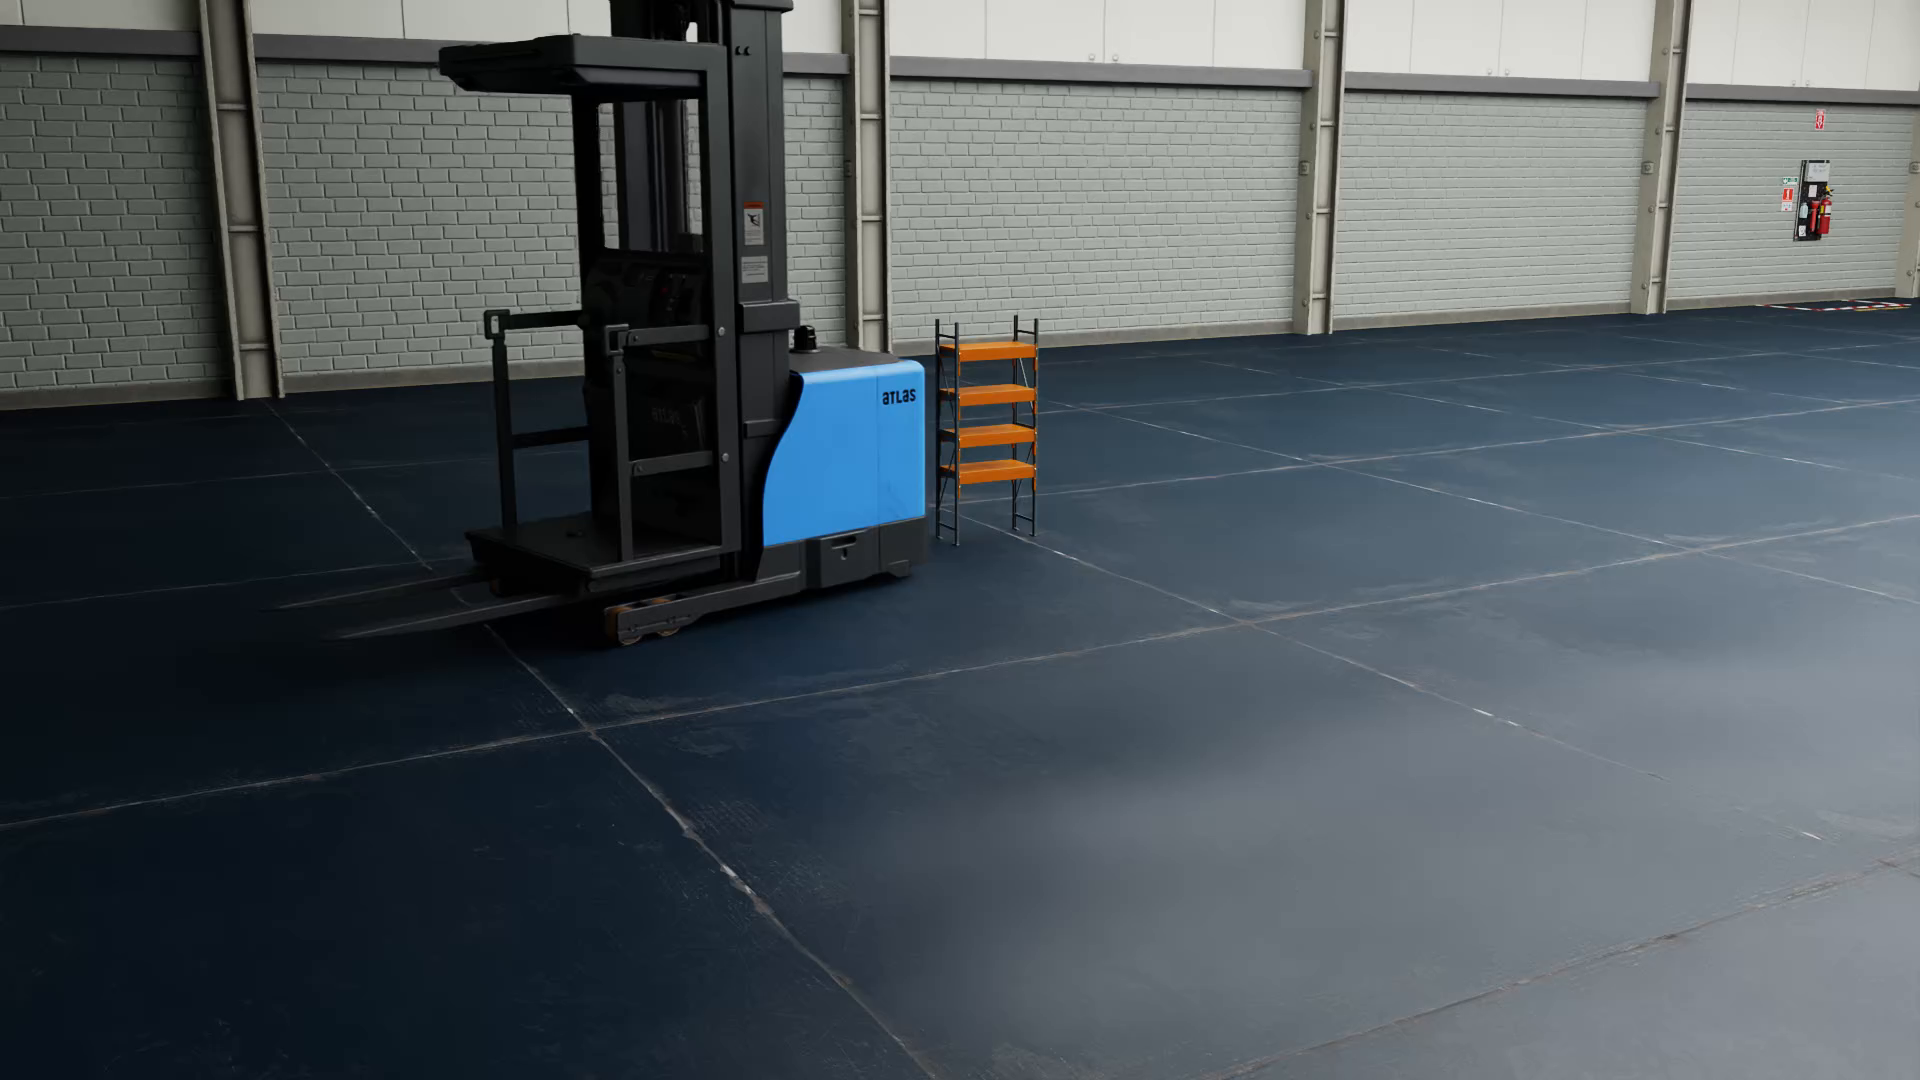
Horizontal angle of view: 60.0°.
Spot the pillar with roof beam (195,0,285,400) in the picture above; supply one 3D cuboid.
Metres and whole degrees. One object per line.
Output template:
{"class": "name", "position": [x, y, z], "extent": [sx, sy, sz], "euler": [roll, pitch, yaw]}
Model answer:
{"class": "pillar with roof beam", "position": [-4.161, -4.833, 10.089], "extent": [0.400, 9.000, 9.100], "euler": [-7, 14, -28]}

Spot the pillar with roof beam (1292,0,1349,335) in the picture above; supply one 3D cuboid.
{"class": "pillar with roof beam", "position": [6.372, -6.095, 15.699], "extent": [0.400, 9.000, 9.100], "euler": [-7, 14, -28]}

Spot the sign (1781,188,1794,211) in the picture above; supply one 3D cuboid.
{"class": "sign", "position": [12.120, -4.987, 24.357], "extent": [0.234, 0.329, 0.001], "euler": [-7, 14, -28]}

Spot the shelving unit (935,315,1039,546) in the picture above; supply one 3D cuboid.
{"class": "shelving unit", "position": [0.145, -0.603, 9.055], "extent": [0.503, 1.200, 0.258], "euler": [-7, 14, -28]}

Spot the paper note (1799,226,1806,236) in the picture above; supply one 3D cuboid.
{"class": "paper note", "position": [12.466, -4.573, 24.604], "extent": [0.142, 0.148, 0.016], "euler": [-7, 14, -28]}

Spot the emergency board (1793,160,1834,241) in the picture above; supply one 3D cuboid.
{"class": "emergency board", "position": [12.655, -5.008, 24.531], "extent": [0.643, 1.169, 0.194], "euler": [-7, 14, -28]}

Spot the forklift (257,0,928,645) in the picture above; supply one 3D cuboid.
{"class": "forklift", "position": [-1.573, -1.109, 7.361], "extent": [3.031, 2.935, 1.130], "euler": [-12, 17, -42]}

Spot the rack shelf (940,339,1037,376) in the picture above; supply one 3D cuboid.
{"class": "rack shelf", "position": [0.145, -0.986, 8.969], "extent": [0.480, 0.148, 0.258], "euler": [-7, 14, -28]}

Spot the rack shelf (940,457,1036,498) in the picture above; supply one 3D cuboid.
{"class": "rack shelf", "position": [0.145, -0.343, 9.113], "extent": [0.480, 0.148, 0.258], "euler": [-7, 14, -28]}

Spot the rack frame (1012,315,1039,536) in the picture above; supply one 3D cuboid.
{"class": "rack frame", "position": [0.359, -0.628, 9.169], "extent": [0.015, 1.200, 0.240], "euler": [-7, 14, -28]}

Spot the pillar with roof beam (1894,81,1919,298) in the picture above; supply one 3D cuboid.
{"class": "pillar with roof beam", "position": [16.905, -7.358, 21.308], "extent": [0.400, 9.000, 9.100], "euler": [-7, 14, -28]}

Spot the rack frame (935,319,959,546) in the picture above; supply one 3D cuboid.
{"class": "rack frame", "position": [-0.069, -0.577, 8.941], "extent": [0.015, 1.200, 0.240], "euler": [-7, 14, -28]}

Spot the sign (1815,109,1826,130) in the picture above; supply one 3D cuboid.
{"class": "sign", "position": [12.600, -6.157, 24.358], "extent": [0.199, 0.298, 0.001], "euler": [-7, 14, -28]}

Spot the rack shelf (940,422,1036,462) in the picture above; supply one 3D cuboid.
{"class": "rack shelf", "position": [0.145, -0.537, 9.070], "extent": [0.480, 0.148, 0.258], "euler": [-7, 14, -28]}

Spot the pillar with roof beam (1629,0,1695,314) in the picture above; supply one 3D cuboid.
{"class": "pillar with roof beam", "position": [11.638, -6.727, 18.503], "extent": [0.400, 9.000, 9.100], "euler": [-7, 14, -28]}

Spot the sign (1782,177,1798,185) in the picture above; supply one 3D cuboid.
{"class": "sign", "position": [12.128, -5.245, 24.293], "extent": [0.331, 0.109, 0.001], "euler": [-7, 14, -28]}

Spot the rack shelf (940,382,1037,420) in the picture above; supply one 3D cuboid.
{"class": "rack shelf", "position": [0.145, -0.755, 9.020], "extent": [0.480, 0.148, 0.258], "euler": [-7, 14, -28]}

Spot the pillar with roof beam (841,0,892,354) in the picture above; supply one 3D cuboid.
{"class": "pillar with roof beam", "position": [1.106, -5.464, 12.894], "extent": [0.400, 9.000, 9.100], "euler": [-7, 14, -28]}
